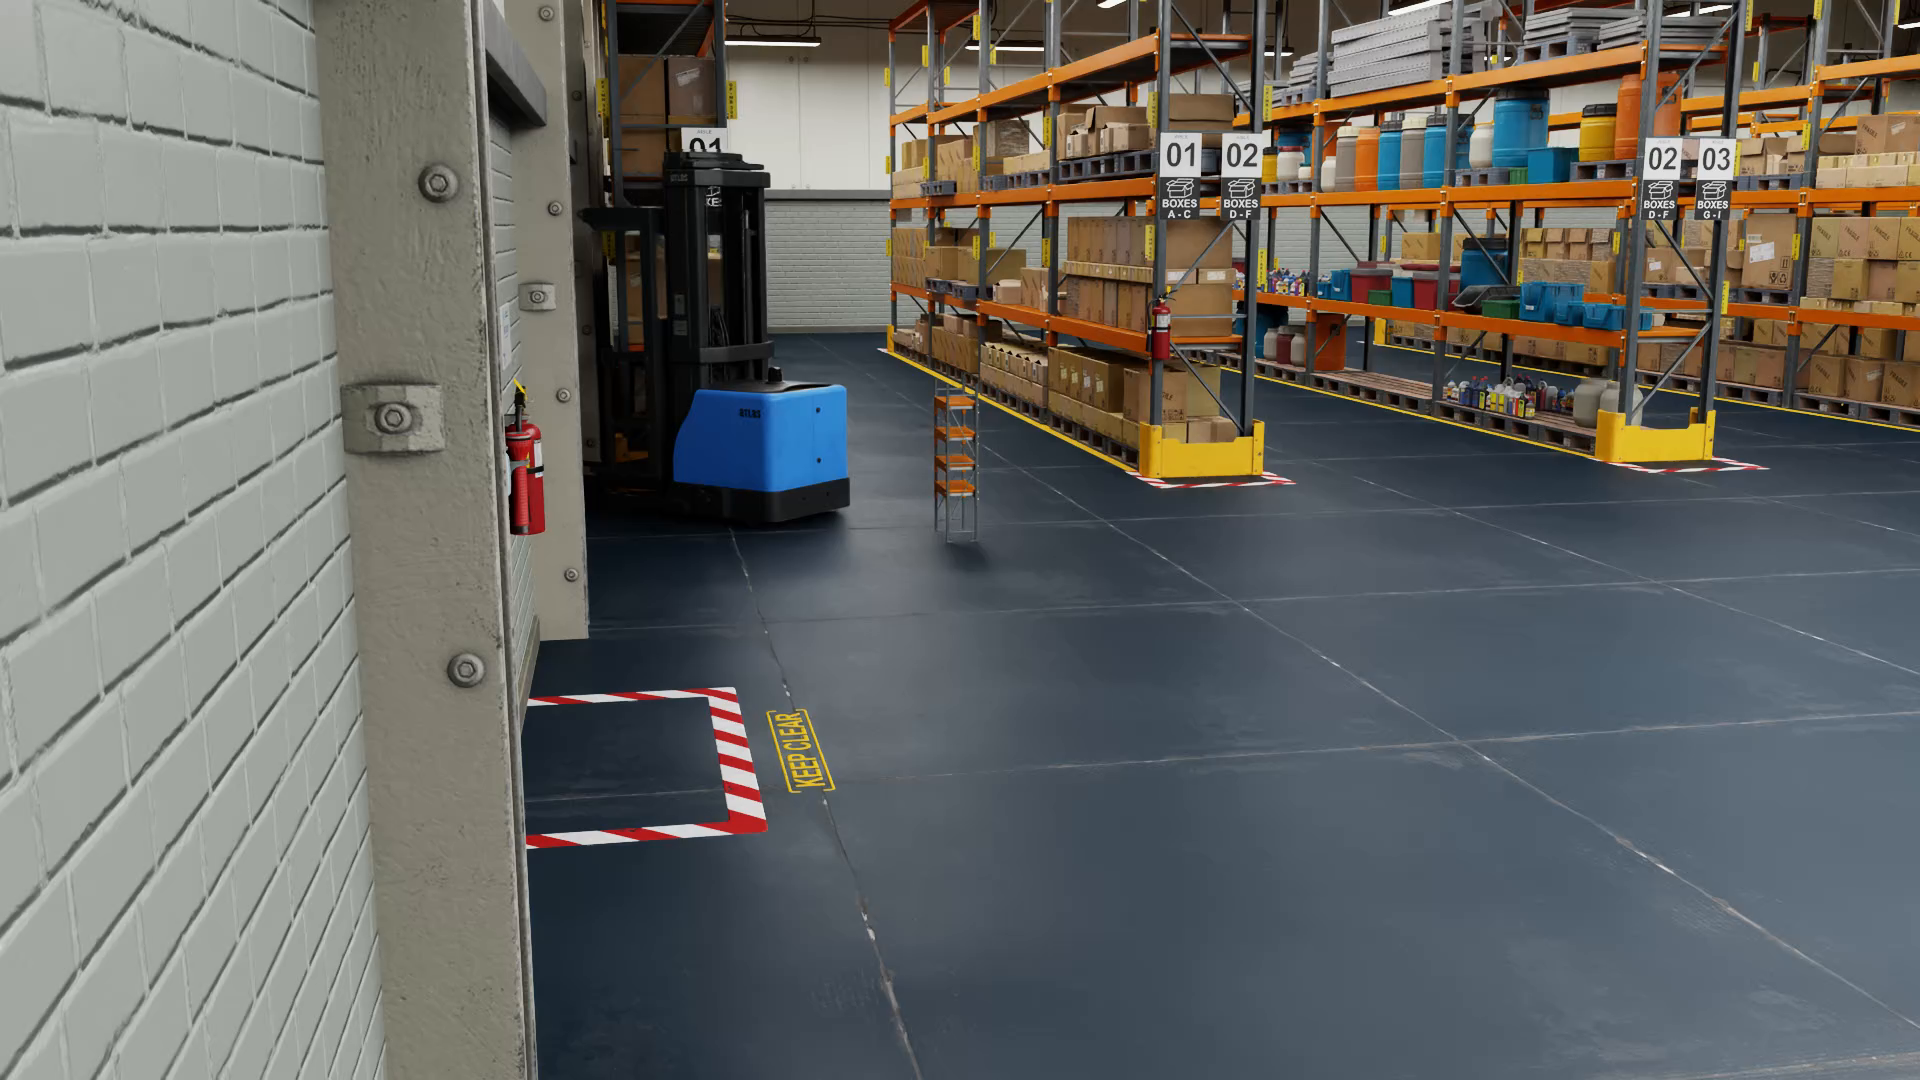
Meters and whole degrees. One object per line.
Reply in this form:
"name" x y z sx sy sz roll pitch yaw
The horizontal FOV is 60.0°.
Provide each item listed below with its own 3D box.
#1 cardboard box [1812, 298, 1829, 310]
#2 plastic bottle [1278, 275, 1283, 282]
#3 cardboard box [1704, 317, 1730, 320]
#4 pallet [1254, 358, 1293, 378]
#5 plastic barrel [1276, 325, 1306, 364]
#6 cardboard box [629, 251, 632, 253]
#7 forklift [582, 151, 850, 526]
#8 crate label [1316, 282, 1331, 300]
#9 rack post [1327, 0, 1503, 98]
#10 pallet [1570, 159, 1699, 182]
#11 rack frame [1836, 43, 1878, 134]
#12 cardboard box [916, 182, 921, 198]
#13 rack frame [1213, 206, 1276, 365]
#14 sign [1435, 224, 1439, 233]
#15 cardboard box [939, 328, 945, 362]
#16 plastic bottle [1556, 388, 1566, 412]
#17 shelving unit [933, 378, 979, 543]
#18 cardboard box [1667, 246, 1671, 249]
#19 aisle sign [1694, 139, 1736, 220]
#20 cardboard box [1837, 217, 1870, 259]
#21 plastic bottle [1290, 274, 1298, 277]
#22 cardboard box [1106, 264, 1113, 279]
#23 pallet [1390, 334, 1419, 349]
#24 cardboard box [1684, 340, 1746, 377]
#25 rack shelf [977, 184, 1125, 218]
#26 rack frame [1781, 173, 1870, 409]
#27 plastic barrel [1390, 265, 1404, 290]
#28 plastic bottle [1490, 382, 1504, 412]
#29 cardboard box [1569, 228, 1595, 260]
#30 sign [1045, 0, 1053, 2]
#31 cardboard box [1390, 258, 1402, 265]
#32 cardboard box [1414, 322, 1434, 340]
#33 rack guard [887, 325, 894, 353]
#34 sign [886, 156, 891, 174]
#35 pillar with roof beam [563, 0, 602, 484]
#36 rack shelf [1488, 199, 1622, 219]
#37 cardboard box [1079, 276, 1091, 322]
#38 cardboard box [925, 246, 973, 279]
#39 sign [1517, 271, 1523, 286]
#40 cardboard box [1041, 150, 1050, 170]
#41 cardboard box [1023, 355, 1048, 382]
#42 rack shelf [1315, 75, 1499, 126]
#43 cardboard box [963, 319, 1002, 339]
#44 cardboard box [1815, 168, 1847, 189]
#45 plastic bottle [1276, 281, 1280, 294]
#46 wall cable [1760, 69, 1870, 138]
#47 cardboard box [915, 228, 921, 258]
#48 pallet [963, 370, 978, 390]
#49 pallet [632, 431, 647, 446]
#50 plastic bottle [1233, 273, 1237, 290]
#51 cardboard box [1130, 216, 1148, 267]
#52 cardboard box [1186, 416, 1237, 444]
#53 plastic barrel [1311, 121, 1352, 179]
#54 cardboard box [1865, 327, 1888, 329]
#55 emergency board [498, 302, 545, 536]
"cardboard box" 11.042 -2.989 21.050 0.380 0.149 0.250 -2 11 -11
"plastic bottle" 5.009 -4.013 26.069 0.061 0.283 0.133 -2 11 -11
"cardboard box" 14.119 -4.083 31.036 0.380 0.149 0.250 -2 11 -12
"pallet" 5.195 -2.759 26.629 1.003 0.211 1.213 -2 11 -11
"plastic barrel" 5.291 -3.081 26.186 0.600 0.588 0.708 -2 11 -11
"cardboard box" -3.994 -3.582 22.049 0.700 0.500 0.500 -3 11 -18
"forklift" -2.427 -1.736 13.976 3.031 2.935 1.130 7 13 33
"crate label" 5.337 -3.590 23.981 0.303 0.233 0.416 -2 11 -11
"rack post" 5.933 -6.432 21.890 1.013 1.000 3.121 -2 11 -11
"pallet" 7.114 -3.832 17.287 1.003 0.211 1.213 -2 11 -11
"rack frame" 18.646 -8.718 34.431 1.000 3.000 0.127 -2 11 -11
"cardboard box" -0.457 -5.888 27.990 0.500 0.250 0.500 -2 11 -11
"rack frame" 4.845 -4.496 28.298 1.000 3.000 0.127 -2 11 -11
"sign" 9.460 -6.112 33.058 0.100 0.325 0.005 -2 11 -11
"cardboard box" -0.045 -3.110 26.523 0.500 0.500 0.500 -2 11 -10
"plastic bottle" 7.006 -1.634 19.377 0.097 0.271 0.097 0 11 0
"shelving unit" -0.032 -0.620 12.744 0.258 1.200 0.503 -2 11 -11
"cardboard box" 13.943 -5.394 31.951 0.500 0.500 0.500 -2 11 -12
"aisle sign" 7.480 -3.570 16.478 0.394 0.787 0.004 -2 11 -11
"cardboard box" 11.196 -3.712 20.441 0.500 0.500 0.500 -2 11 -11
"plastic bottle" 5.434 -4.191 27.023 0.152 0.276 0.135 -2 11 -11
"cardboard box" 1.754 -2.831 17.548 0.380 0.149 0.250 -2 11 -12
"pallet" 9.157 -3.896 32.603 1.003 0.211 1.213 -2 11 -11
"cardboard box" 10.868 -2.604 23.863 0.700 0.500 0.500 -1 11 -6
"rack shelf" 1.152 -4.337 21.360 1.077 0.370 4.000 -2 11 -11
"rack frame" 11.259 -3.209 21.535 1.000 3.000 0.127 -2 11 -11
"plastic barrel" 6.114 -3.559 23.076 0.421 0.512 0.421 0 11 0
"plastic bottle" 6.270 -1.668 19.347 0.144 0.351 0.185 -2 11 -11
"cardboard box" 10.231 -4.739 26.622 0.797 0.503 0.637 -2 11 -10
"sign" 1.011 -6.273 18.875 0.100 0.325 0.005 -2 11 -11
"cardboard box" 8.754 -5.385 32.570 0.500 0.250 0.500 -2 11 -13
"cardboard box" 9.305 -4.291 31.779 0.875 0.875 0.875 -2 11 -11
"rack guard" -0.778 -3.809 31.370 1.175 0.500 0.348 -2 11 -11
"sign" -1.325 -6.934 30.743 0.100 0.325 0.005 -2 11 -11
"pillar with roof beam" 0.699 -5.136 15.612 9.100 9.000 0.400 -2 11 -11
"rack shelf" 10.092 -5.430 27.103 1.077 0.370 4.000 -2 11 -11
"cardboard box" 1.743 -2.721 18.703 0.700 0.500 0.500 -2 11 -12
"cardboard box" -0.142 -4.477 26.807 0.700 0.500 0.500 -6 12 -30
"sign" 6.942 -3.183 20.657 0.100 0.325 0.005 -2 11 -11
"cardboard box" 1.321 -4.670 20.464 0.500 0.250 0.500 -3 11 -17
"cardboard box" 1.074 -2.140 20.647 0.500 0.311 0.500 -2 11 -9
"rack shelf" 6.012 -5.793 22.060 1.077 0.370 4.000 -2 11 -11
"cardboard box" 0.336 -3.113 24.533 0.500 0.250 0.500 -2 11 -9
"cardboard box" 11.095 -4.517 20.786 0.500 0.250 0.500 -3 11 -13
"plastic bottle" 4.944 -3.913 25.764 0.097 0.201 0.097 0 11 0
"wall cable" 20.741 -9.890 40.492 2.988 3.039 0.133 -2 11 -11
"cardboard box" -0.469 -5.034 28.183 0.500 0.500 0.500 -2 11 -12
"pallet" 0.655 -2.352 24.488 1.003 0.211 1.213 -2 11 -11
"pallet" -2.911 -0.953 17.138 1.003 0.211 1.213 -2 11 -11
"plastic bottle" 4.583 -4.288 27.545 0.097 0.271 0.097 0 11 0
"cardboard box" 2.123 -2.994 16.670 0.700 0.500 0.500 -2 11 -12
"cardboard box" 2.433 -1.078 16.569 0.500 0.250 0.500 -2 11 -11
"plastic barrel" 5.515 -5.758 24.631 0.600 0.830 0.708 -2 11 -11
"cardboard box" 14.976 -3.567 26.973 0.500 0.250 0.500 -2 11 -12
"emergency board" -1.914 -0.477 7.180 0.194 1.169 0.643 -2 11 -11
